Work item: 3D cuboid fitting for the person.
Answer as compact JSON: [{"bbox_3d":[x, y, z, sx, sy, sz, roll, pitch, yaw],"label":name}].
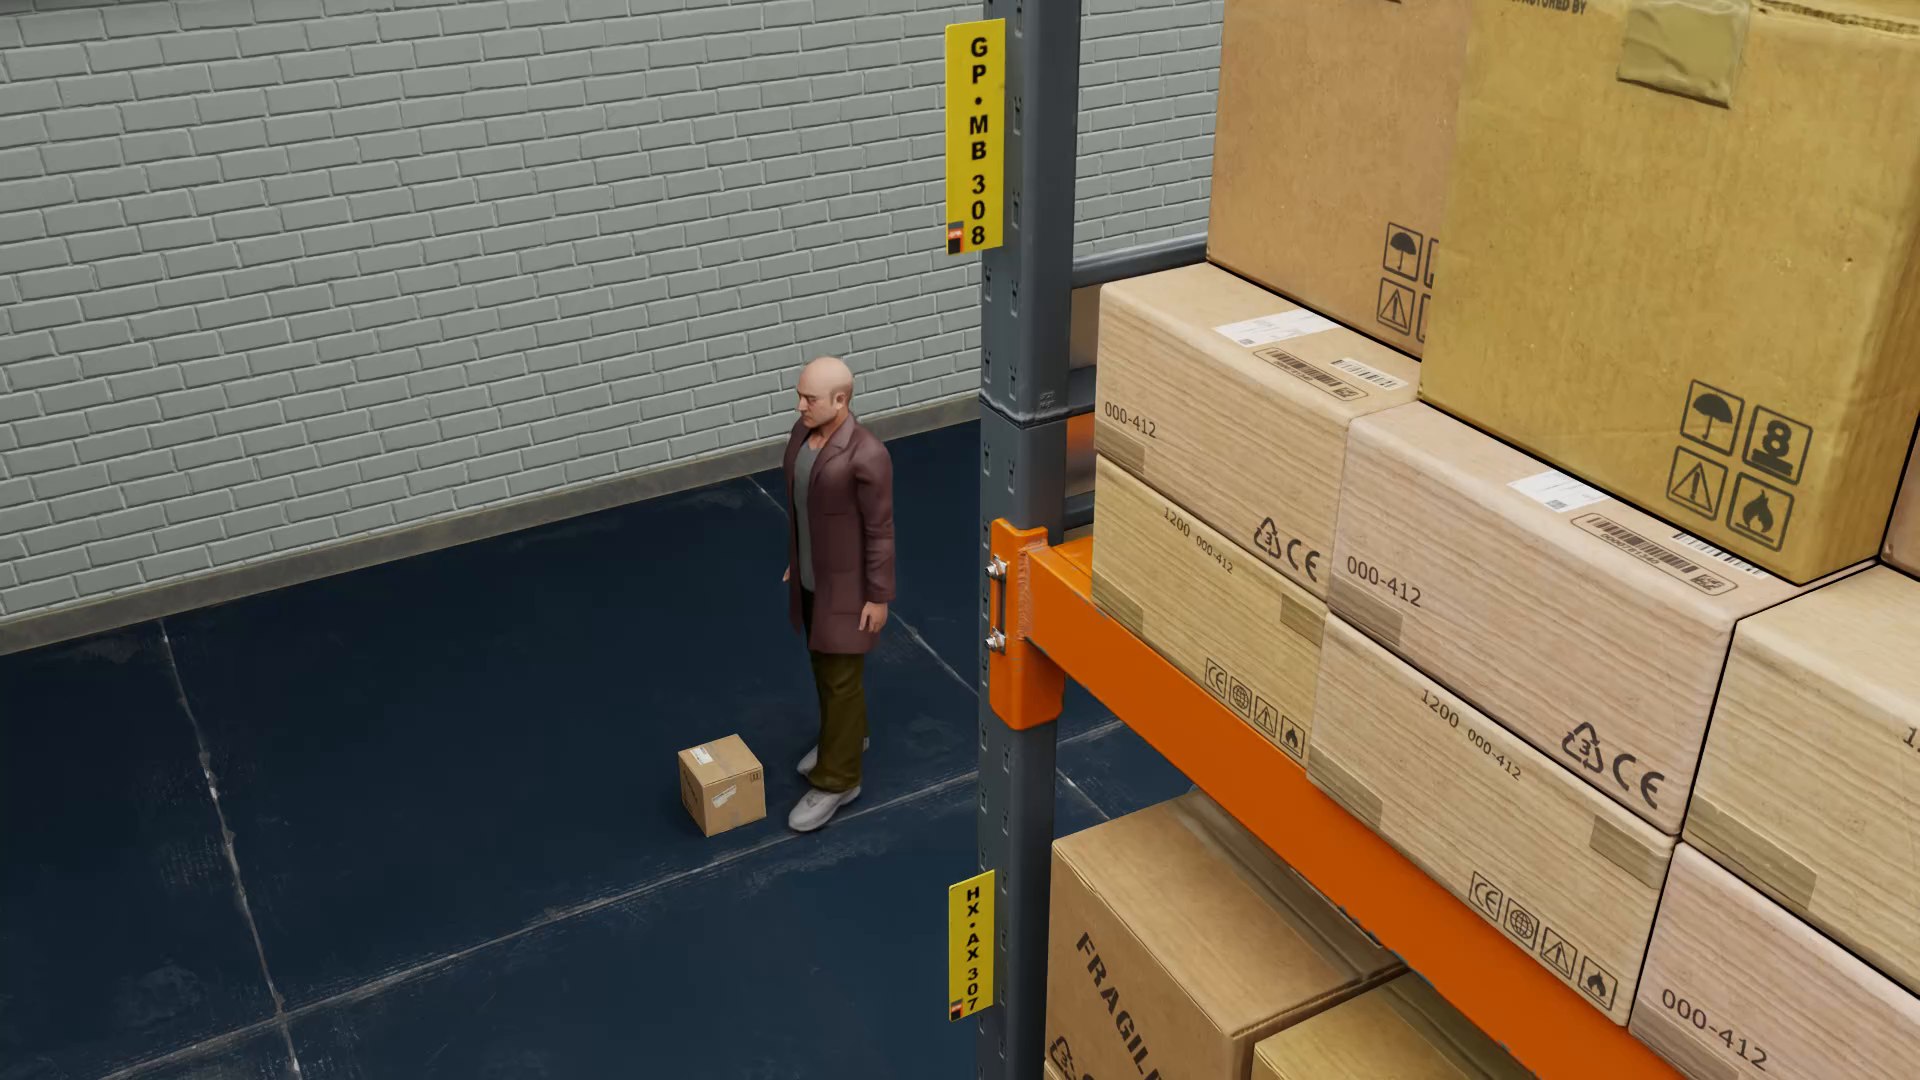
[{"bbox_3d":[-0.570,0.178,6.287,0.591,1.782,0.586,-21,35,-34],"label":"person"}]
